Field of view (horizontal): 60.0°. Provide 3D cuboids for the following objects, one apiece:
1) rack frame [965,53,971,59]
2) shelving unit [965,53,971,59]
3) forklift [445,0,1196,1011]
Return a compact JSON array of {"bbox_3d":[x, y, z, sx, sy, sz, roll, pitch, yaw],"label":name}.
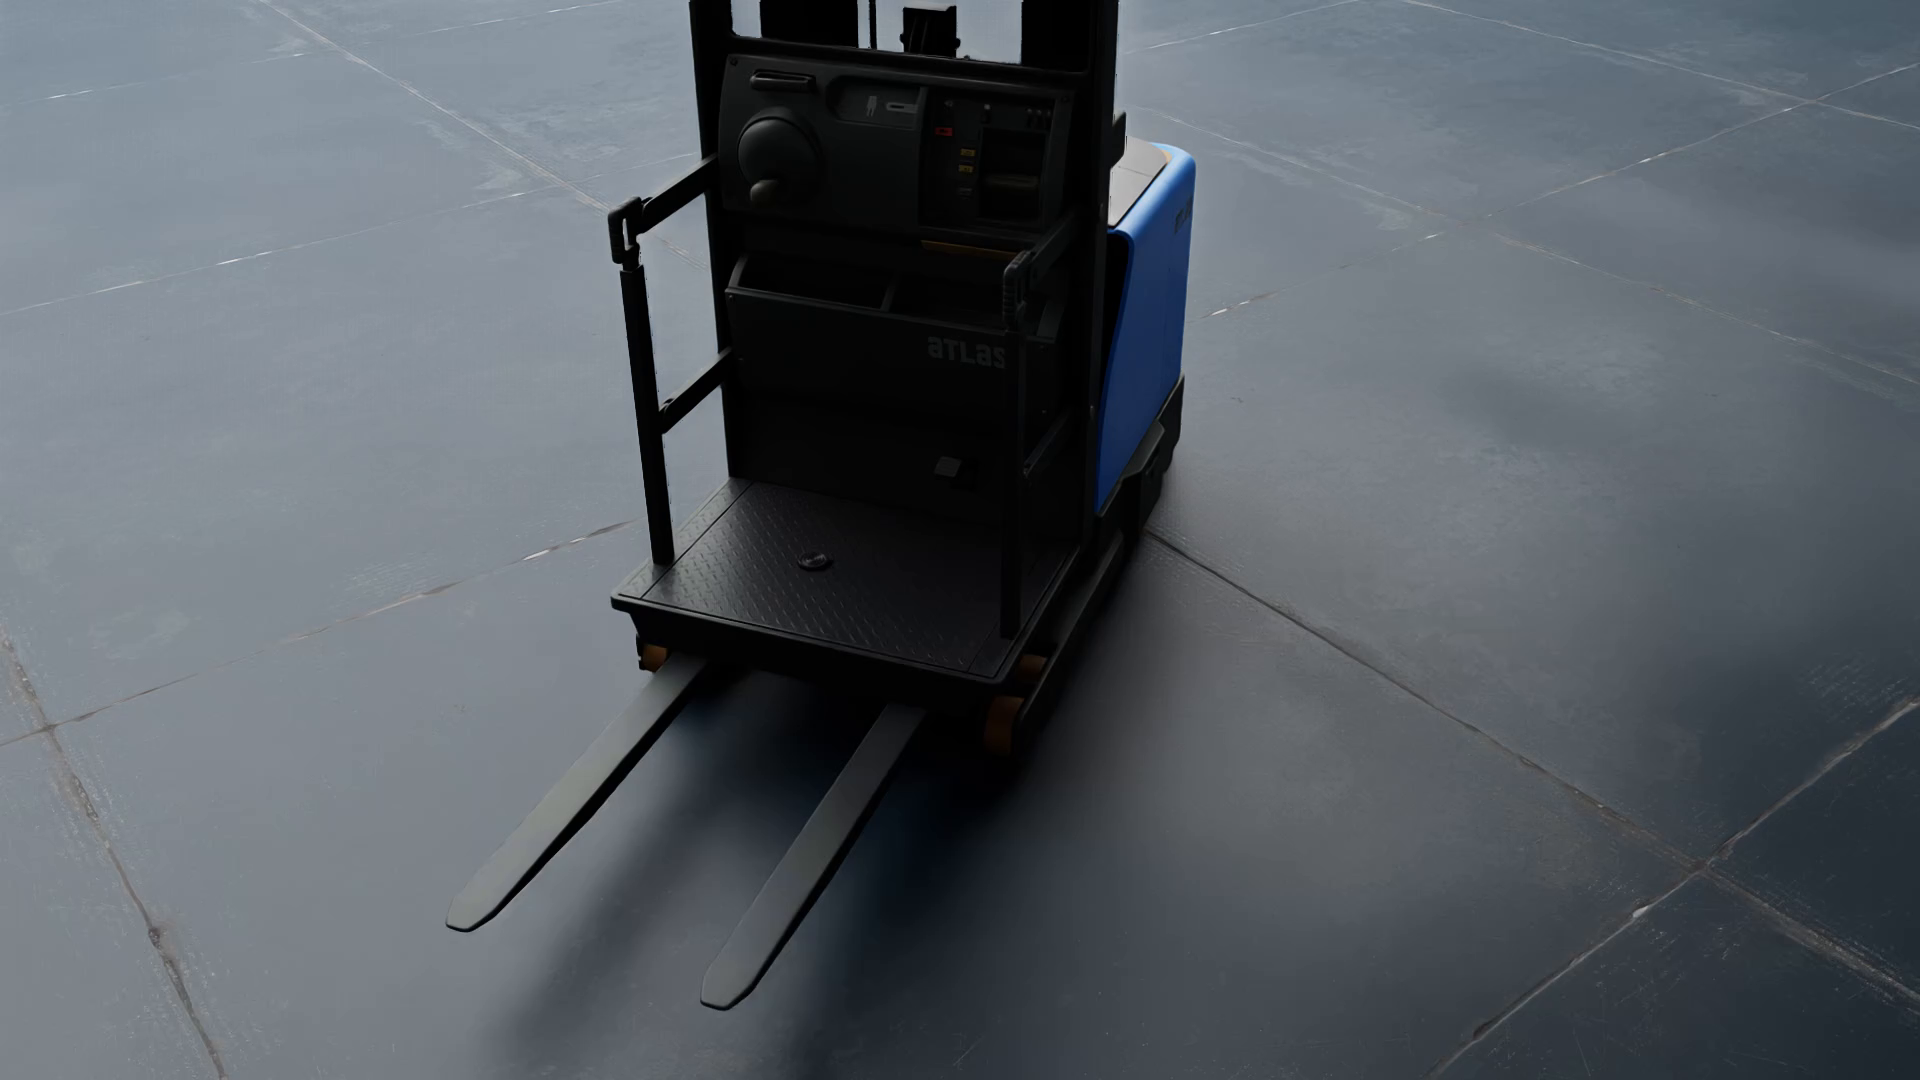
[{"bbox_3d":[-0.016,-1.083,5.856,0.015,1.200,0.240,13,34,20],"label":"rack frame"},{"bbox_3d":[-0.239,-1.135,5.940,0.503,1.200,0.258,13,34,20],"label":"shelving unit"},{"bbox_3d":[-0.244,-0.927,3.964,1.130,2.935,3.031,11,34,17],"label":"forklift"}]
